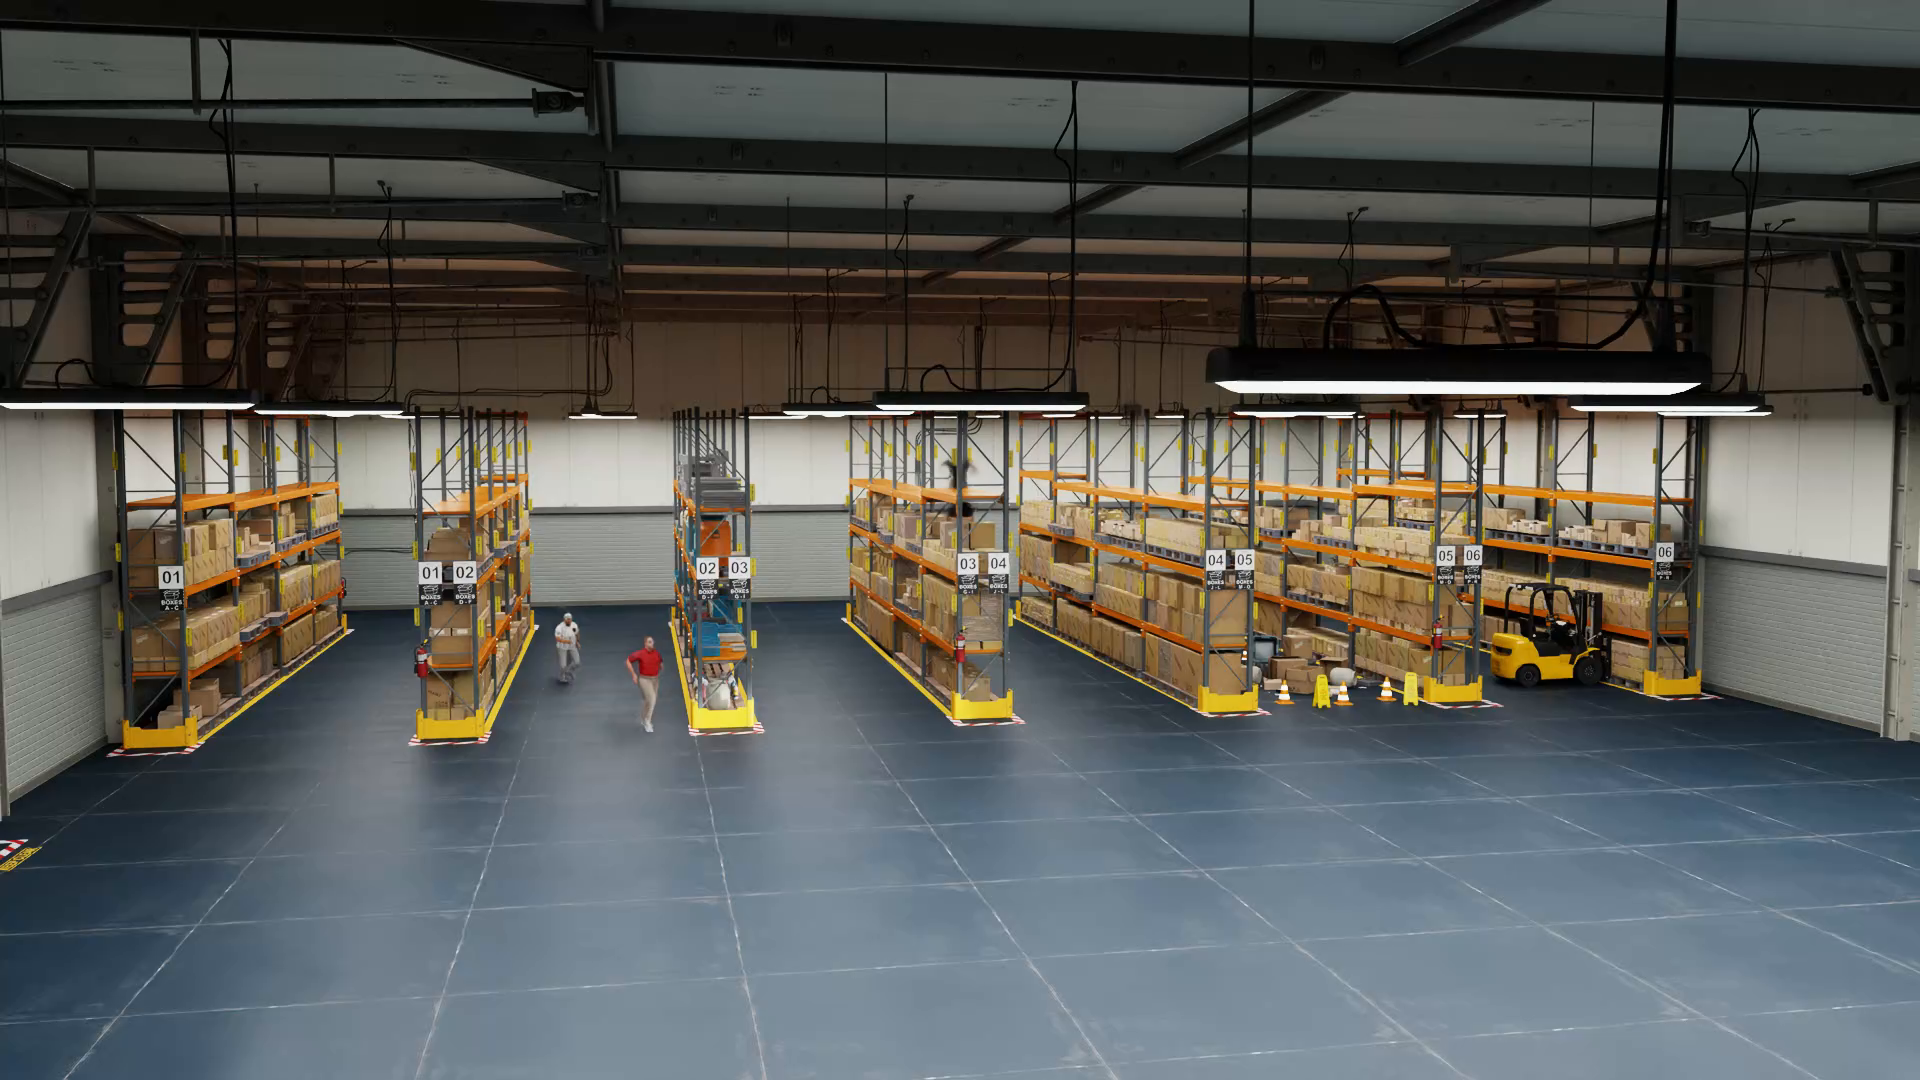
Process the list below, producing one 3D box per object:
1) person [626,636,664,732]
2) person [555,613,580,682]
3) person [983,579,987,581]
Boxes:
[{"bbox_3d":[-5.787,2.682,30.908,0.767,1.787,0.650,3,5,39],"label":"person"},{"bbox_3d":[-8.588,2.362,36.420,0.607,1.557,0.773,-3,5,-34],"label":"person"},{"bbox_3d":[0.574,1.401,48.654,0.807,1.720,0.827,1,4,7],"label":"person"}]
